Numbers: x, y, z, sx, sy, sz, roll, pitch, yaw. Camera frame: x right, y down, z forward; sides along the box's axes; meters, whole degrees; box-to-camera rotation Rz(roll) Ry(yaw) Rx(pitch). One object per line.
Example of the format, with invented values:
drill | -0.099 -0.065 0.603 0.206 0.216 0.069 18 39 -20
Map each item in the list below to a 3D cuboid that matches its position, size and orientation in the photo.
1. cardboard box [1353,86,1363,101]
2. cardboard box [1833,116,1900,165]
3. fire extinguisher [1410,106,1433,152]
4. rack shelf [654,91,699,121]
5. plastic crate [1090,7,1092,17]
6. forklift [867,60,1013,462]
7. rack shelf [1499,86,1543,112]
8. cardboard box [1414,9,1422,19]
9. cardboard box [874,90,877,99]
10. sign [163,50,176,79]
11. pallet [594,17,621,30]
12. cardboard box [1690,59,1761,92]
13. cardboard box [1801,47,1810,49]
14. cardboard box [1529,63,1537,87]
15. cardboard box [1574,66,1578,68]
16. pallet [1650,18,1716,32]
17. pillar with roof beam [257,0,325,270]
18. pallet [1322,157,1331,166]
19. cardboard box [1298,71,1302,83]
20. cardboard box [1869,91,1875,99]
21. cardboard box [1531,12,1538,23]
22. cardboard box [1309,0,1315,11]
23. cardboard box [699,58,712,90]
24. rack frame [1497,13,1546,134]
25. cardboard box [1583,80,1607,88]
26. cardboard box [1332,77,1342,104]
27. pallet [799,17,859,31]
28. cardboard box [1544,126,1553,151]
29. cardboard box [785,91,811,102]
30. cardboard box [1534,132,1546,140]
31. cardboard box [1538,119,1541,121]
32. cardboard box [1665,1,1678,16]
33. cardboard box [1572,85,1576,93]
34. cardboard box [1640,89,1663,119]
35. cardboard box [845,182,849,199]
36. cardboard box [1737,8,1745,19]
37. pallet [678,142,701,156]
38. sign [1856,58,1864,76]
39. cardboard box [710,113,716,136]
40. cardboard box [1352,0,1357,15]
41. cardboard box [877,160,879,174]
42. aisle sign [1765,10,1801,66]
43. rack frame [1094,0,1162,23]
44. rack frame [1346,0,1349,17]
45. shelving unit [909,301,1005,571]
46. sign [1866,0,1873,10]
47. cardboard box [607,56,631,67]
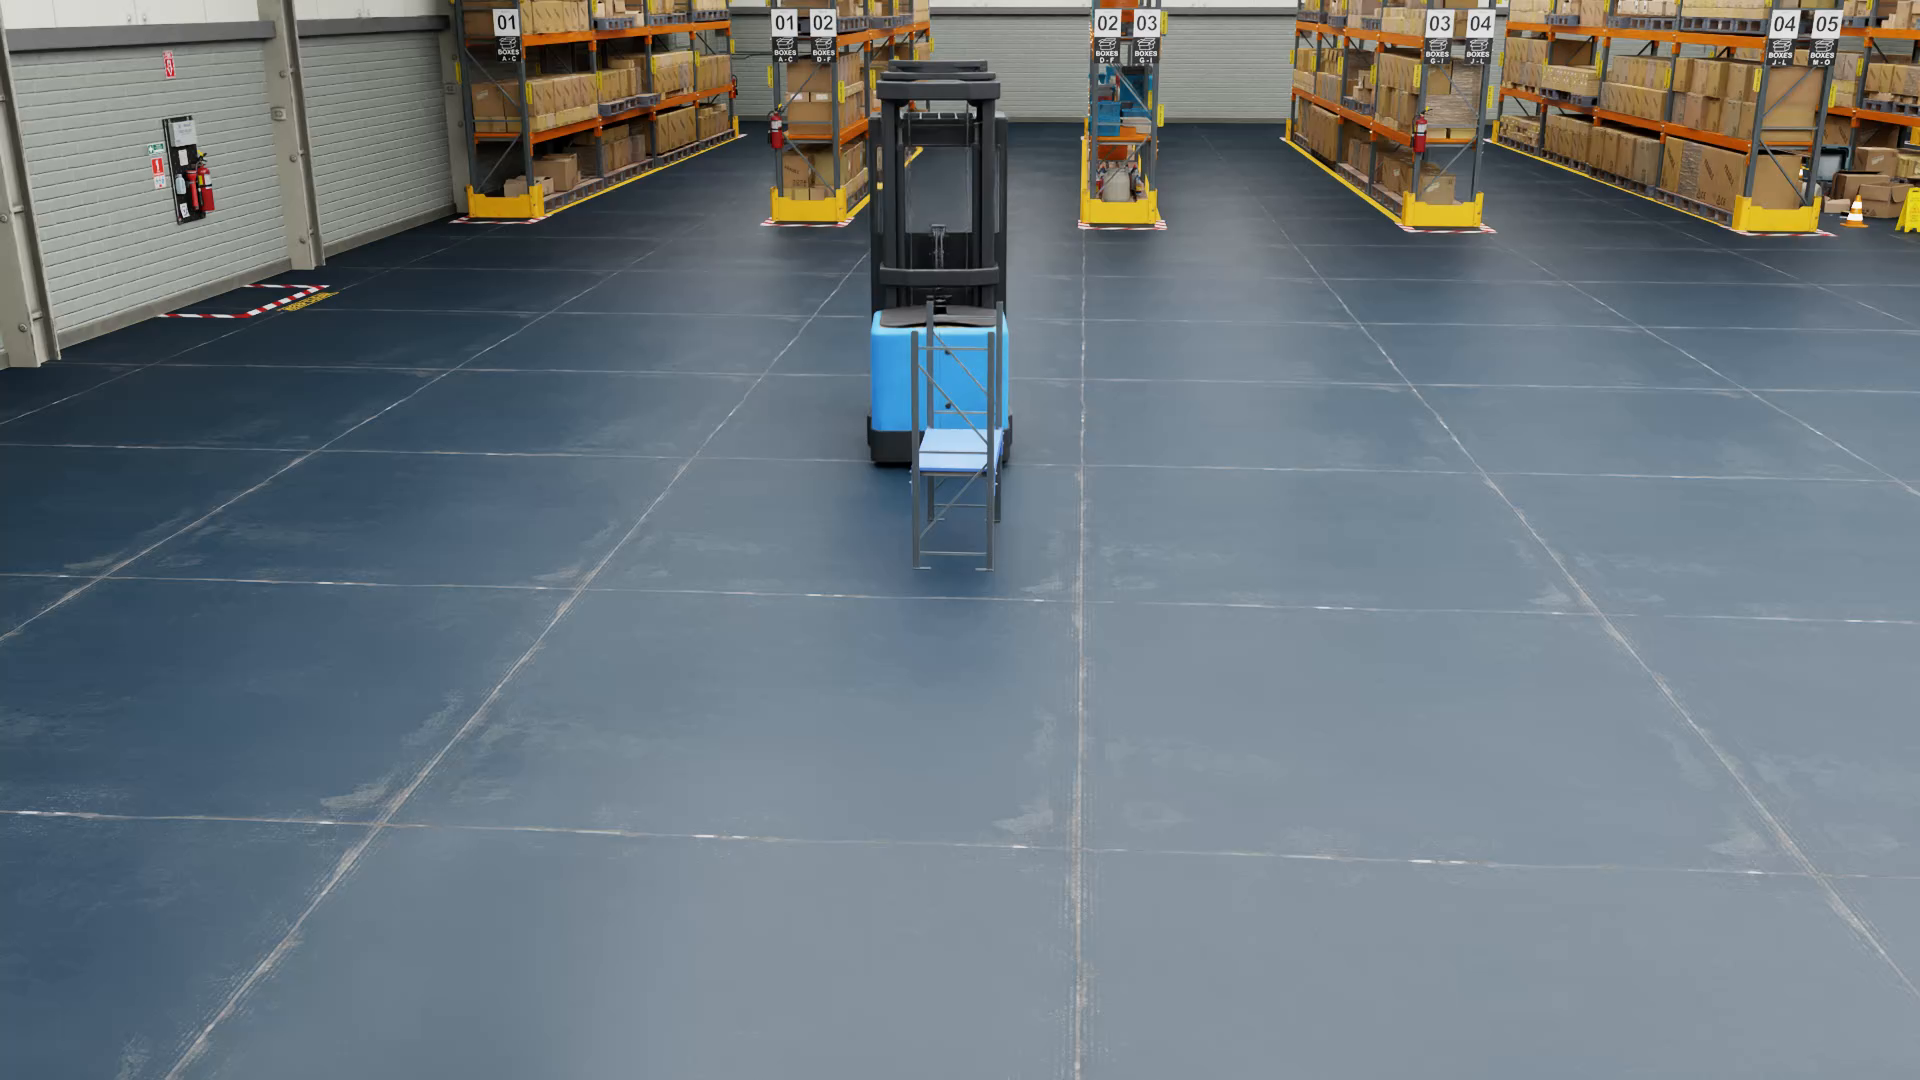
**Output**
cardboard box | 7.705 -8.409 31.335 0.500 0.250 0.500 1 18 2
cardboard box | 18.072 -7.977 33.189 0.875 0.875 0.875 1 18 3
fire extinguisher | 7.013 -6.249 25.302 0.296 0.674 0.183 1 18 4
rack shelf | -6.624 -9.407 35.970 1.077 0.370 4.000 1 18 4
plastic crate | 3.304 -12.319 38.983 0.504 0.338 0.767 1 18 4
forklift | -0.175 -2.382 13.484 1.130 2.935 3.031 0 18 -1
rack shelf | 13.425 -10.176 38.315 1.077 0.370 4.000 1 18 4
cardboard box | 7.236 -8.114 25.652 0.380 0.149 0.250 0 18 2
cardboard box | -1.895 -8.864 33.301 0.500 0.311 0.500 2 18 7
sign | -8.898 -5.351 18.714 0.001 0.298 0.199 1 18 4
pallet | -6.903 -9.411 30.311 1.213 0.211 1.003 1 18 4
cardboard box | 12.724 -7.709 27.657 0.875 0.550 0.550 1 18 4
cardboard box | 18.507 -10.740 36.076 0.380 0.149 0.250 1 18 3
cardboard box | 13.073 -10.403 37.216 0.500 0.500 0.500 1 18 2
cardboard box | 13.447 -10.130 35.795 0.380 0.149 0.250 2 18 6
pallet | 12.724 -9.032 29.160 0.805 0.209 1.217 1 18 2
pillar with roof beam | -4.289 -7.771 20.188 9.100 9.000 0.400 1 18 4
pallet | 8.277 -8.092 35.280 1.003 0.211 1.213 1 18 4
cardboard box | 8.254 -10.890 39.104 0.500 0.250 0.500 1 18 2
cardboard box | 17.730 -8.558 31.953 0.380 0.149 0.250 0 18 1
cardboard box | 13.131 -11.721 37.301 0.500 0.250 0.500 1 18 3
cardboard box | 8.495 -12.504 38.454 0.700 0.500 0.500 0 18 0
cardboard box | -6.367 -10.907 38.912 0.980 0.700 0.700 1 18 3
rack frame | 13.568 -11.139 40.099 1.000 3.000 0.127 1 18 4
cardboard box | 12.576 -9.039 32.943 0.380 0.149 0.250 2 18 5
cardboard box | 7.885 -9.157 33.891 0.500 0.500 0.500 1 18 3
pallet | -2.238 -8.516 27.420 1.003 0.211 1.213 1 18 4
cardboard box | 12.964 -8.684 35.949 0.500 0.500 0.500 2 18 6
cardboard box | -2.562 -7.012 26.304 0.380 0.149 0.250 1 18 3
cardboard box | 12.987 -8.987 36.960 0.380 0.149 0.250 2 18 5
cardboard box | 13.641 -9.693 38.636 0.380 0.149 0.250 1 18 2
cardboard box | 12.599 -9.236 28.881 0.500 0.250 0.500 1 18 5
cardboard box | 12.631 -9.132 33.704 0.380 0.149 0.250 1 18 3
cardboard box | 12.515 -7.784 29.701 0.500 0.500 0.500 1 18 3
cardboard box | -2.107 -5.744 27.376 0.500 0.250 0.500 1 18 4
cardboard box | 12.162 -8.070 25.485 0.380 0.149 0.250 1 18 4
pallet | -6.460 -8.804 37.451 1.003 0.211 1.213 1 18 4
sign | 17.385 -9.136 32.129 0.100 0.325 0.005 1 18 4
cardboard box | -6.246 -9.927 39.742 0.700 0.500 0.500 2 18 5
cardboard box | 7.724 -10.209 31.481 0.500 0.500 0.500 1 18 4
cardboard box | -1.799 -6.947 31.050 0.500 0.250 0.500 2 18 5
aisle sign | 12.117 -7.389 24.482 0.394 0.787 0.004 1 18 4
rack frame | 2.541 -9.273 24.771 1.000 3.000 0.127 1 18 4
rack frame | 8.055 -11.647 32.016 1.000 3.000 0.127 1 18 4
shelving unit | -0.006 -0.686 10.609 0.538 1.500 1.048 1 18 4
sign | 17.386 -10.299 31.761 0.100 0.325 0.005 1 18 4
cardboard box | -6.993 -9.829 34.228 0.500 0.250 0.500 2 18 5
